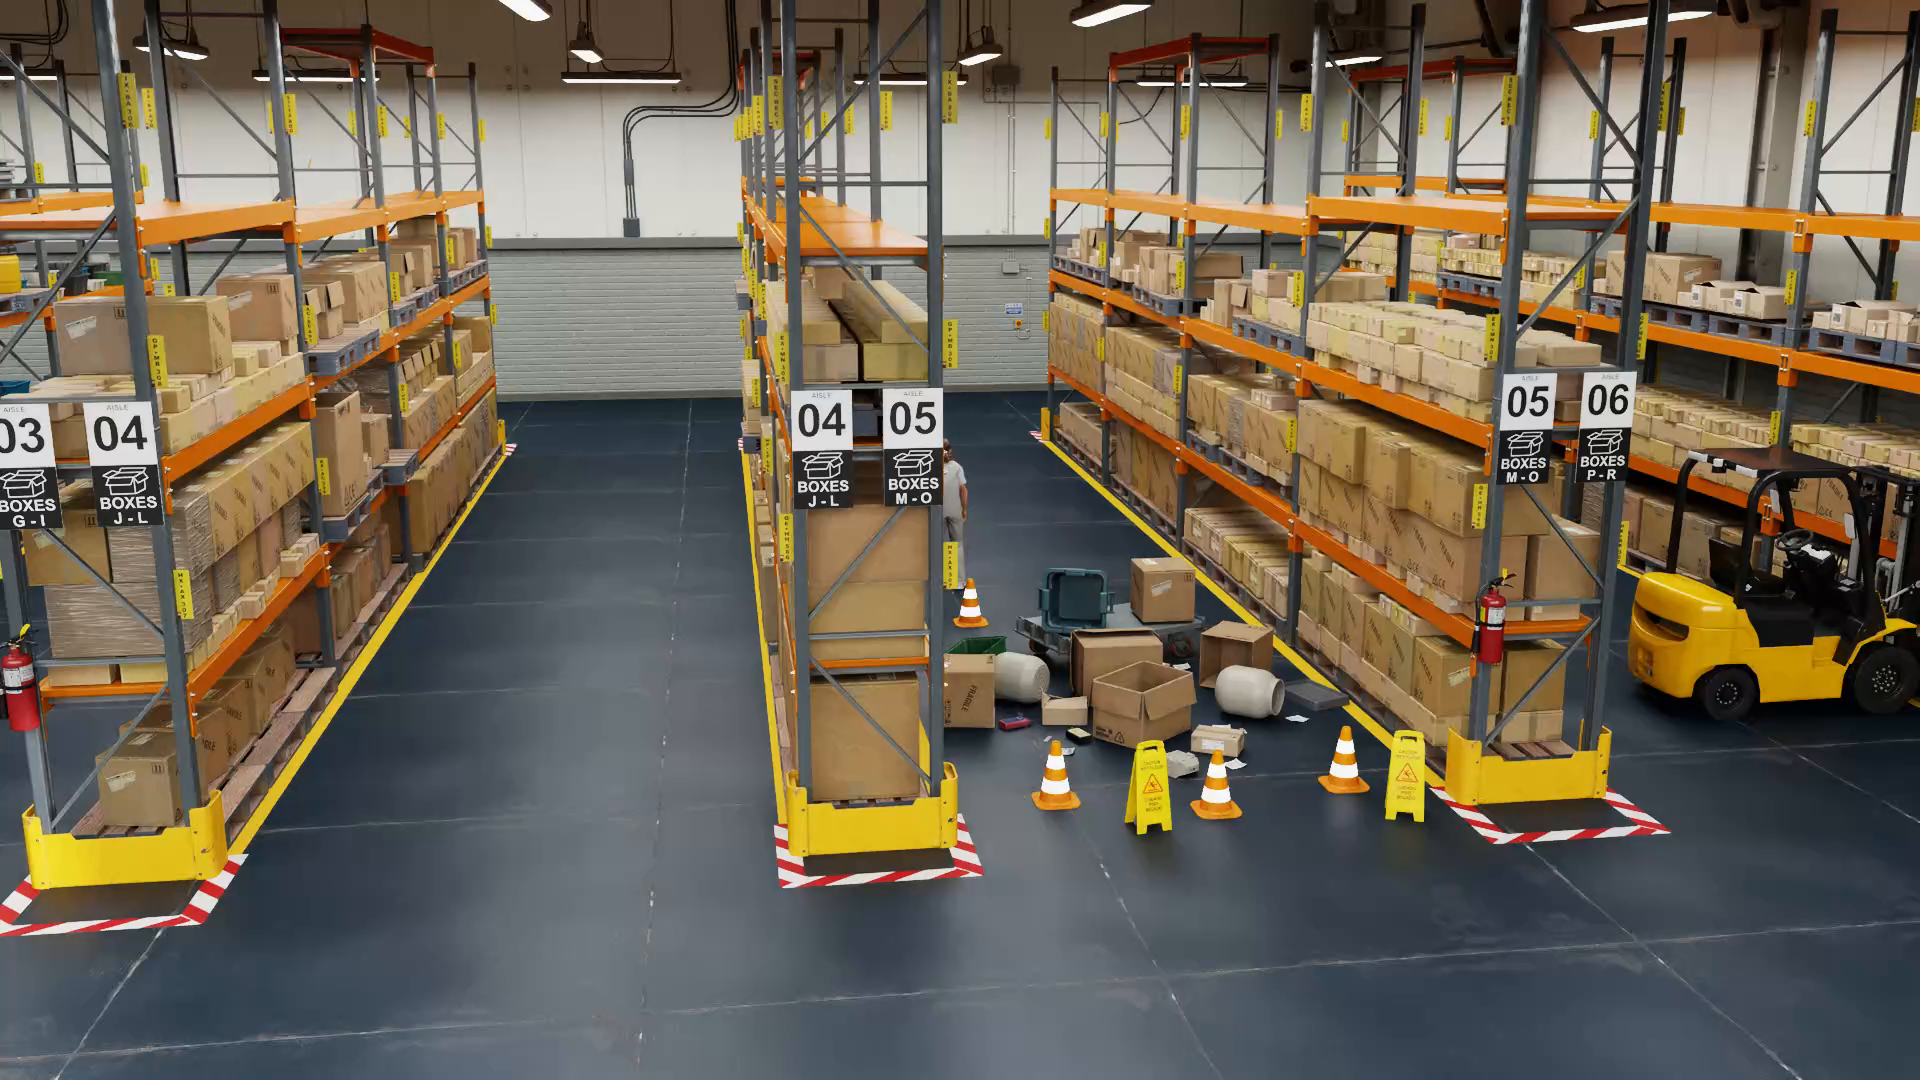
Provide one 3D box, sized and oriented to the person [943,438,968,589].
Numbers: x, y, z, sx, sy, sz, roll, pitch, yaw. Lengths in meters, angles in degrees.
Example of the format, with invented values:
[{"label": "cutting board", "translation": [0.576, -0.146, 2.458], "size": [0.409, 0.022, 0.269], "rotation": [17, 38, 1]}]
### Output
[{"label": "person", "translation": [-0.158, -0.285, 18.201], "size": [0.496, 1.673, 0.355], "rotation": [-2, 13, -9]}]
